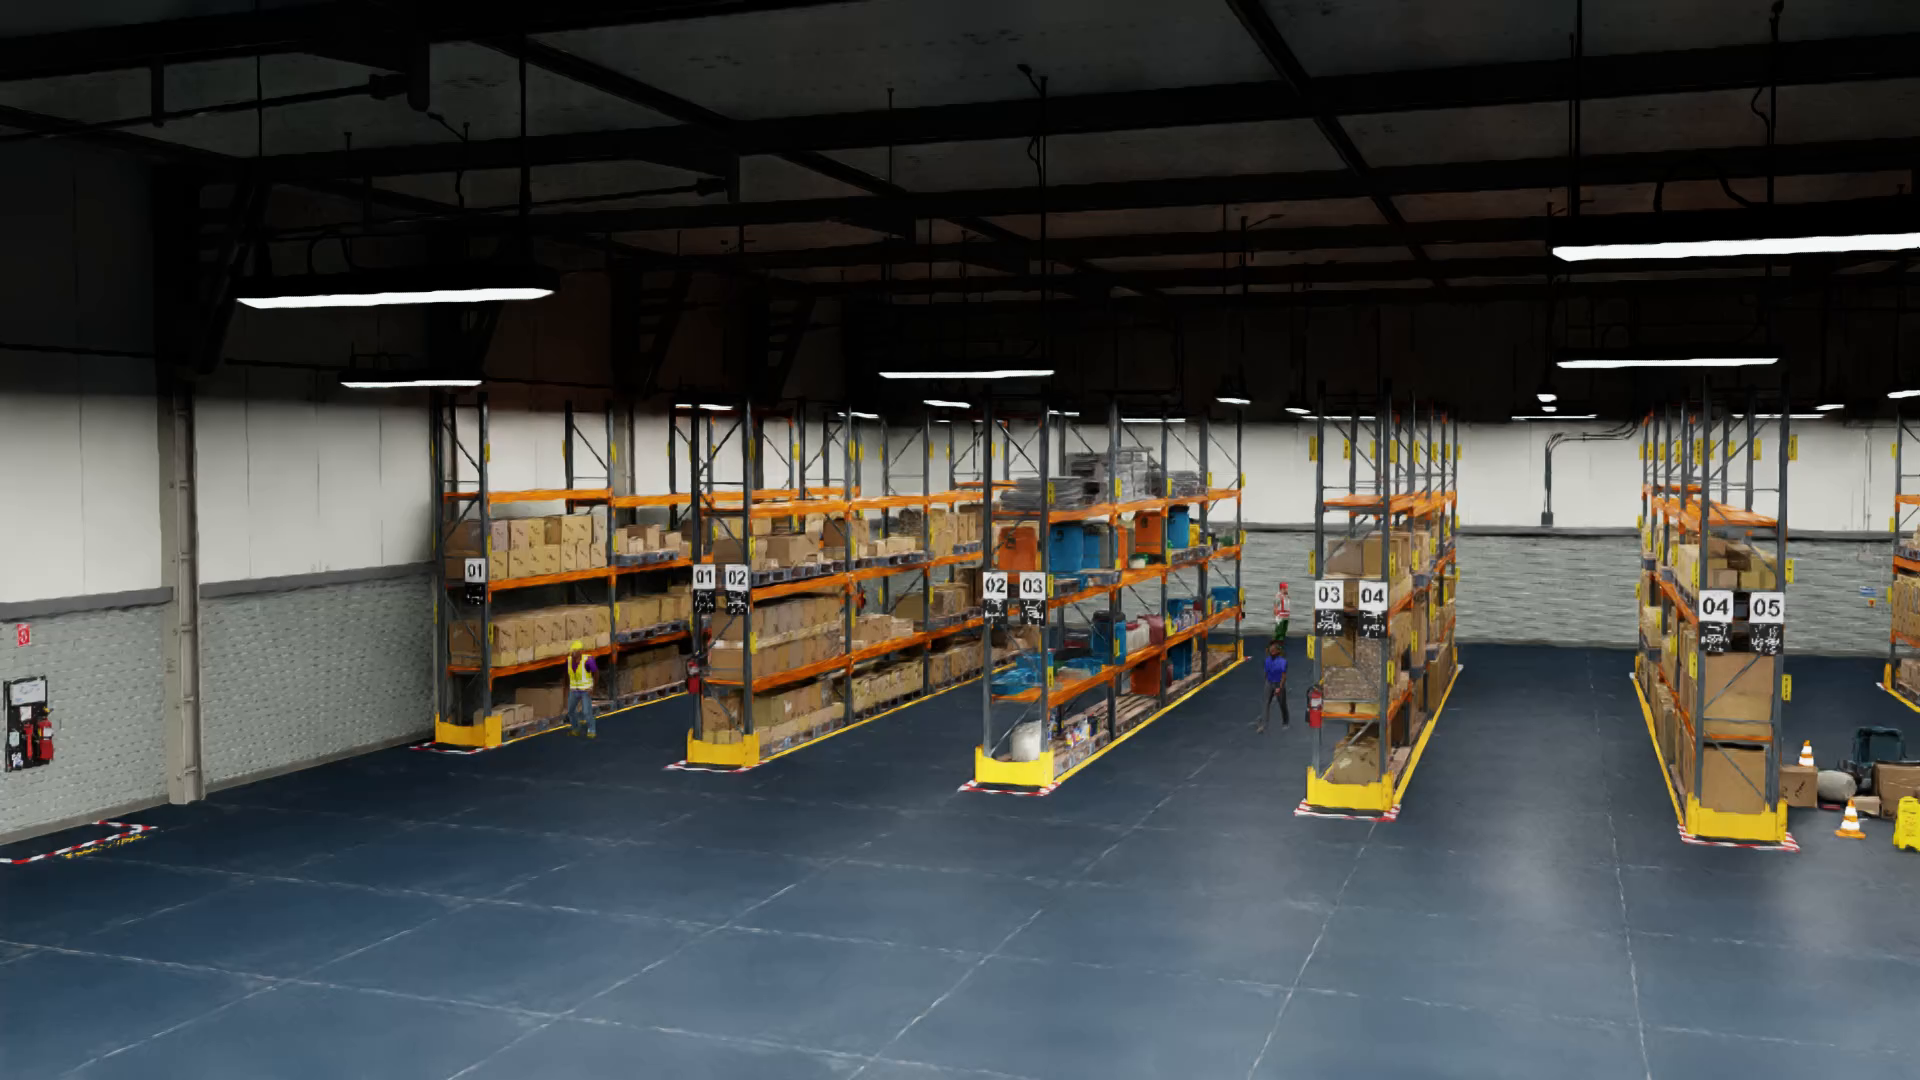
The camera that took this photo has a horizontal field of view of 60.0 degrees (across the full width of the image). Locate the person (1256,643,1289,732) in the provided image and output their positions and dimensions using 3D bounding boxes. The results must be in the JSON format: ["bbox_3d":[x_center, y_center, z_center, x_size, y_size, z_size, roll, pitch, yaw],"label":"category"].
[{"bbox_3d":[5.618,2.615,29.623,0.443,1.587,1.000,2,3,29],"label":"person"}]

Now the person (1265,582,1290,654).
[{"bbox_3d":[7.839,1.924,40.906,0.701,1.780,0.463,-3,4,-42],"label":"person"}]

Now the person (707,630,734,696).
[{"bbox_3d":[-4.788,2.392,33.399,0.682,1.676,0.535,1,3,18],"label":"person"}]

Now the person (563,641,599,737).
[{"bbox_3d":[-6.652,2.604,29.103,0.719,1.713,0.575,1,3,18],"label":"person"}]
